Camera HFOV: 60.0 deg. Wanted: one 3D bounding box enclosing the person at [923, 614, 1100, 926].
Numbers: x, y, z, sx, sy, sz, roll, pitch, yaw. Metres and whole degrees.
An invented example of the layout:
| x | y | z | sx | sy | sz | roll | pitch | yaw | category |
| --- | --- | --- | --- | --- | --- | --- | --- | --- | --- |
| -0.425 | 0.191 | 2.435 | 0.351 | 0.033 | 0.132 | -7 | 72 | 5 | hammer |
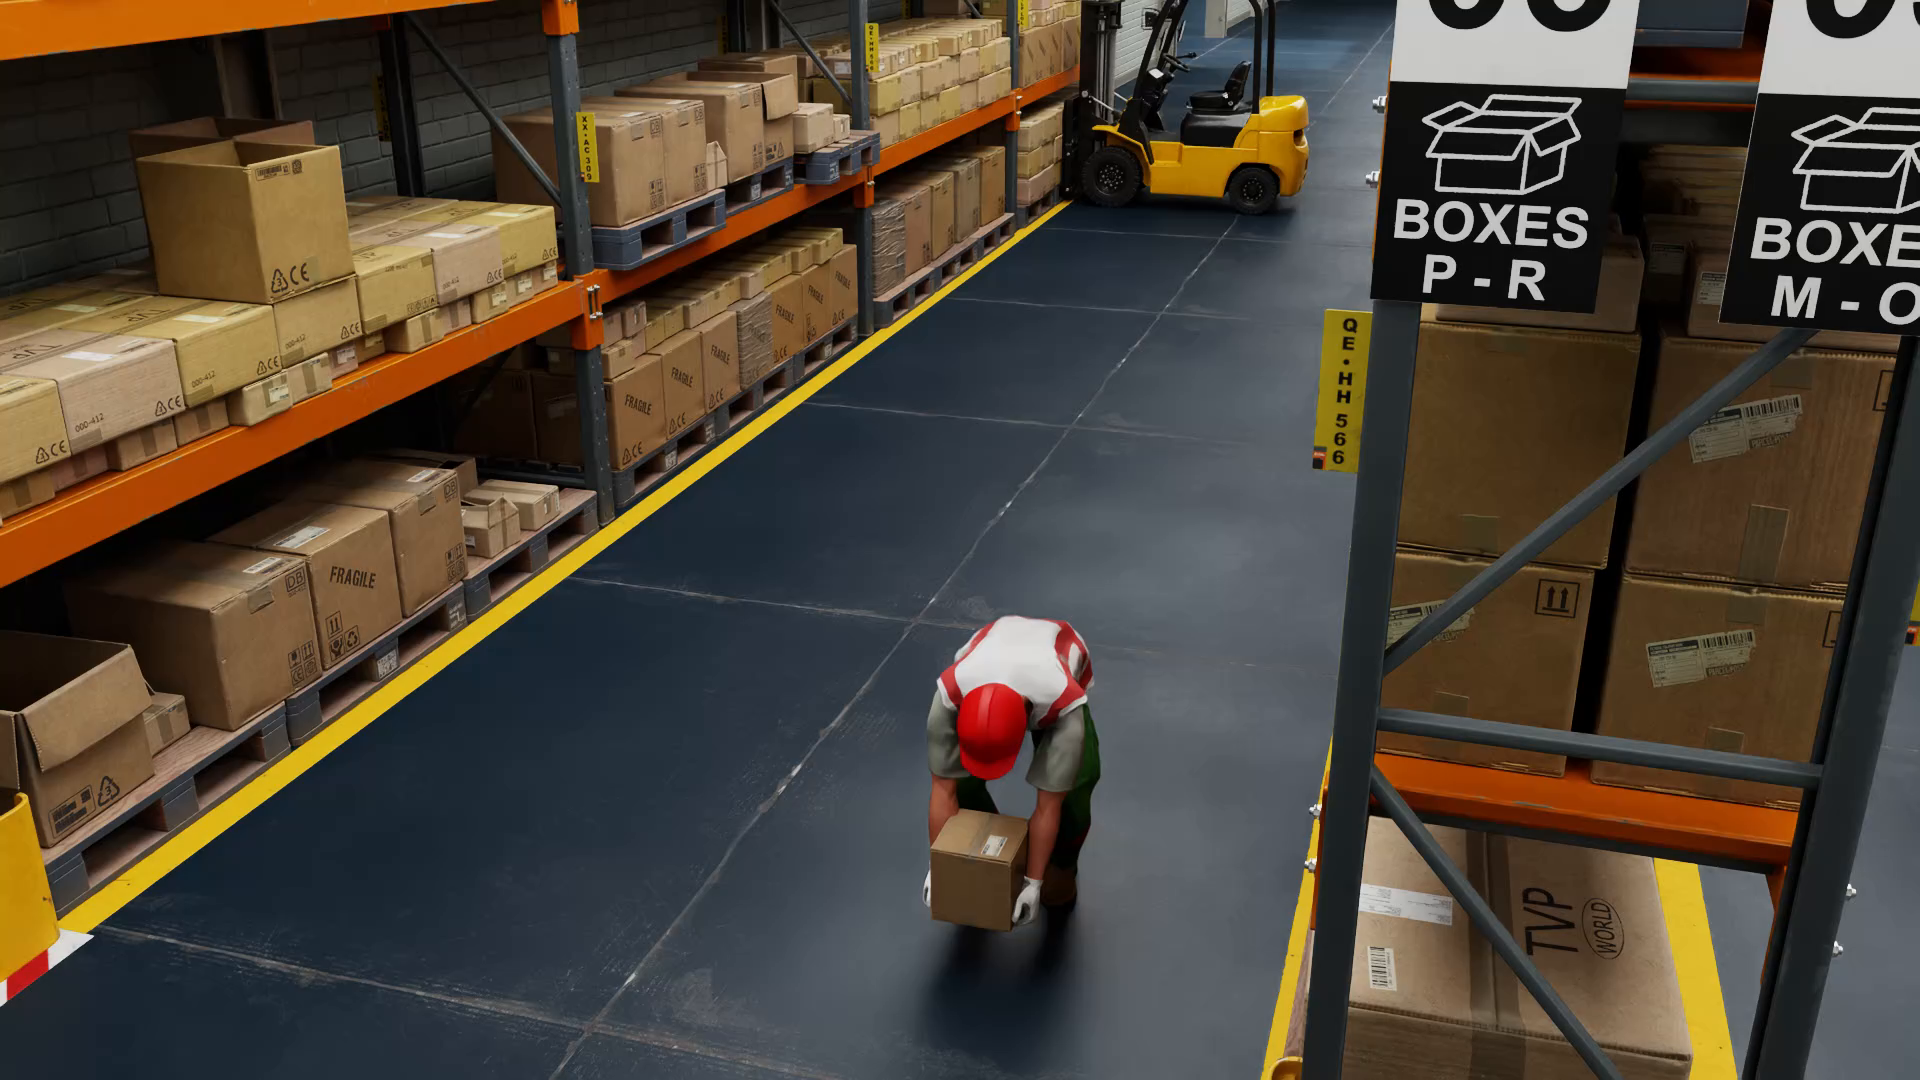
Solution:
| x | y | z | sx | sy | sz | roll | pitch | yaw | category |
| --- | --- | --- | --- | --- | --- | --- | --- | --- | --- |
| 0.171 | 0.746 | 5.262 | 0.530 | 0.990 | 0.953 | 5 | 22 | 13 | person |
